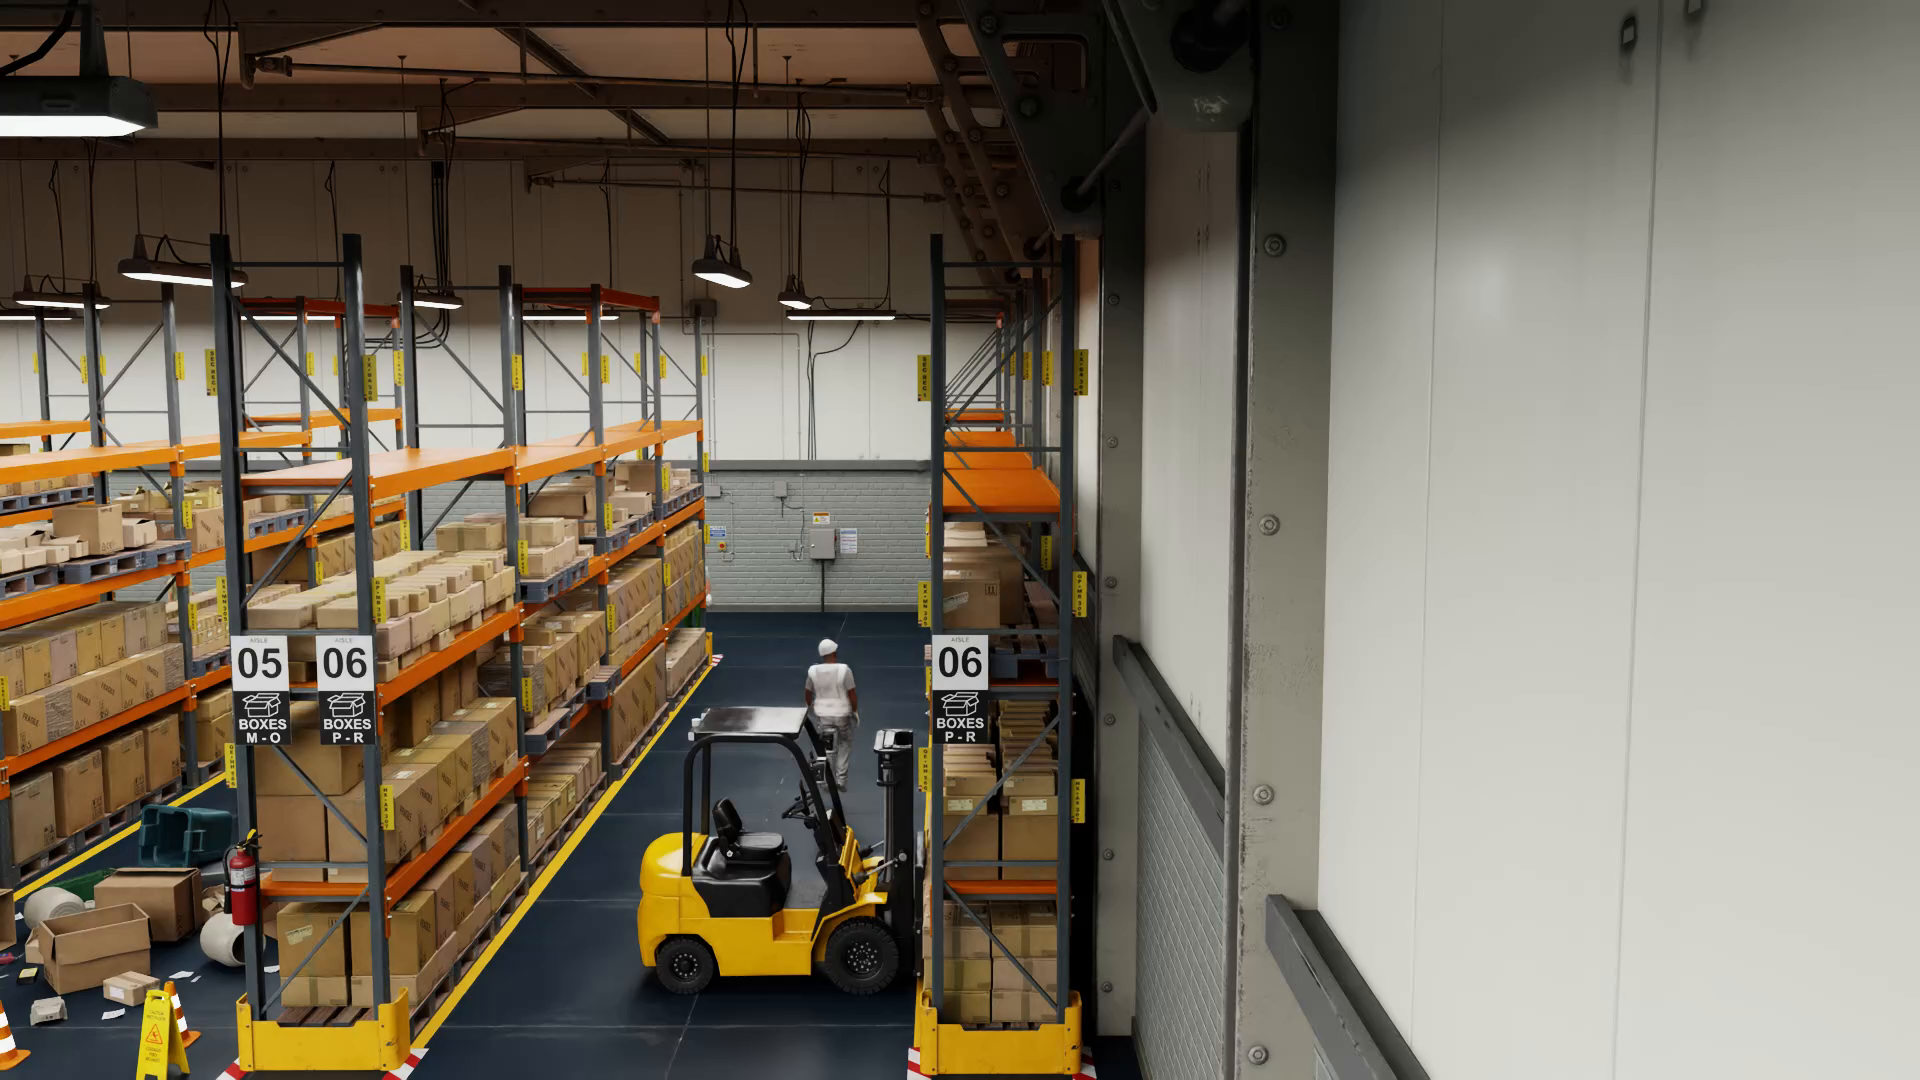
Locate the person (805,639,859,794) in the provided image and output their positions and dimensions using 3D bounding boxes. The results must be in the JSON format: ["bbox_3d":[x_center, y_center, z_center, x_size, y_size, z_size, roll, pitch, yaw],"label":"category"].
[{"bbox_3d":[-1.477,2.038,19.202,0.625,1.846,0.601,0,6,-3],"label":"person"}]

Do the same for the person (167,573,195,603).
[{"bbox_3d":[-13.273,1.185,28.458,0.517,1.644,0.483,-6,9,-44],"label":"person"}]

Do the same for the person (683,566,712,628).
[{"bbox_3d":[-4.697,1.034,29.510,0.604,1.819,0.436,2,7,20],"label":"person"}]
